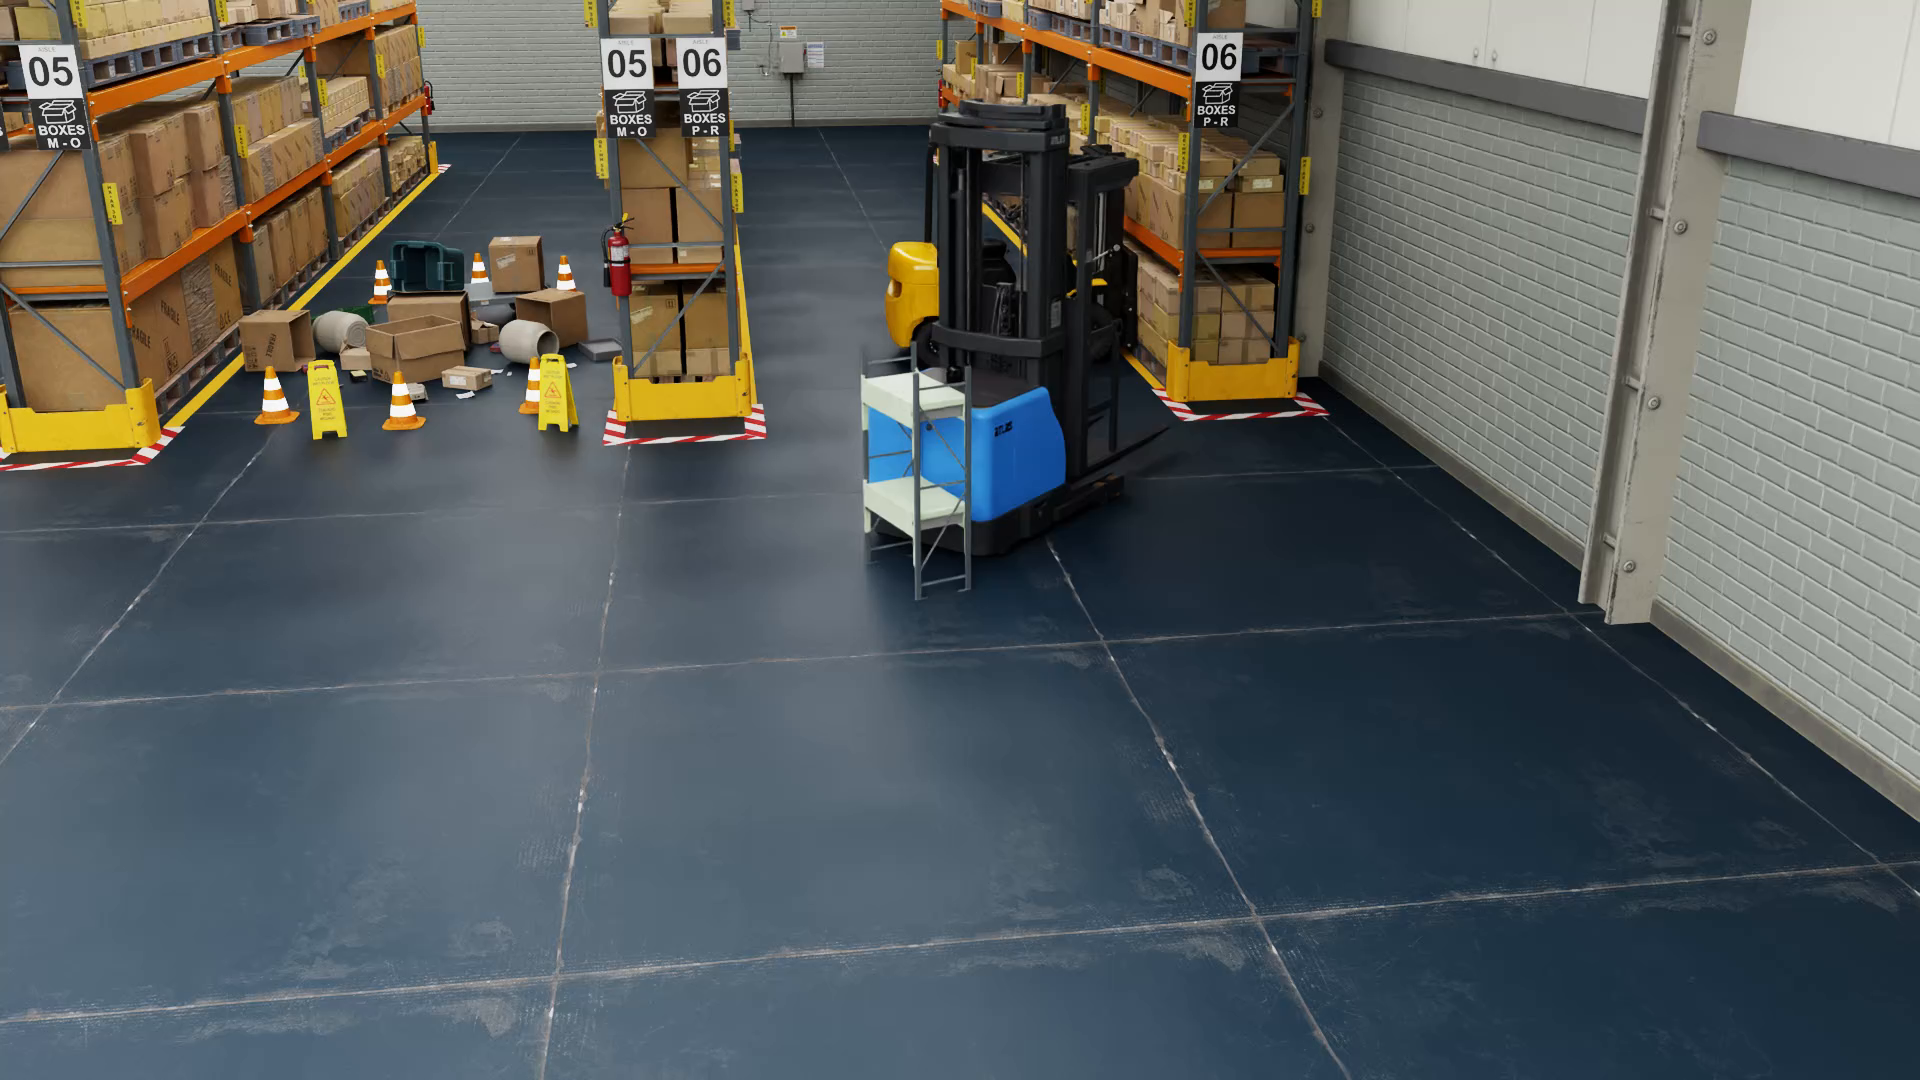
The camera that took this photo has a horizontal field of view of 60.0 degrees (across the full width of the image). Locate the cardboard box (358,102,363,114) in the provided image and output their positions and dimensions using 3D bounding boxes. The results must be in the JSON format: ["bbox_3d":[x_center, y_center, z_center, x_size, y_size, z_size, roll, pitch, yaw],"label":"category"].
[{"bbox_3d":[-8.711,-6.142,23.633,0.380,0.149,0.250,-3,21,-8],"label":"cardboard box"}]

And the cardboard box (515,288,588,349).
[{"bbox_3d":[-4.191,-2.272,17.082,0.500,0.500,0.500,12,24,29],"label":"cardboard box"}]

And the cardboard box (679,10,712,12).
[{"bbox_3d":[-2.262,-4.558,14.565,0.380,0.149,0.250,-3,21,-8],"label":"cardboard box"}]

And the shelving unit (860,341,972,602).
[{"bbox_3d":[-0.287,-0.456,10.794,0.431,1.500,0.755,-11,23,-27],"label":"shelving unit"}]

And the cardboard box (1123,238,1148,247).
[{"bbox_3d":[1.818,-2.978,17.303,0.500,0.250,0.500,-2,21,-6],"label":"cardboard box"}]

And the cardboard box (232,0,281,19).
[{"bbox_3d":[-7.932,-6.090,18.561,0.500,0.500,0.500,-3,21,-8],"label":"cardboard box"}]

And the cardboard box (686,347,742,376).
[{"bbox_3d":[-2.265,-1.699,15.307,0.500,0.250,0.500,-3,21,-8],"label":"cardboard box"}]

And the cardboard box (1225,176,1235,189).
[{"bbox_3d":[2.598,-3.312,15.227,0.380,0.149,0.250,-3,21,-8],"label":"cardboard box"}]

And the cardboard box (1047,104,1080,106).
[{"bbox_3d":[1.286,-5.298,20.543,0.380,0.149,0.250,-2,21,-7],"label":"cardboard box"}]

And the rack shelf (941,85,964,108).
[{"bbox_3d":[0.470,-7.259,27.892,1.077,0.370,4.000,-3,21,-8],"label":"rack shelf"}]

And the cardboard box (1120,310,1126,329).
[{"bbox_3d":[1.886,-2.329,16.994,0.500,0.250,0.500,-2,21,-6],"label":"cardboard box"}]

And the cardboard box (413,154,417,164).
[{"bbox_3d":[-9.090,-6.226,27.147,0.380,0.149,0.250,-3,21,-7],"label":"cardboard box"}]

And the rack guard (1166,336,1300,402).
[{"bbox_3d":[2.492,-1.569,15.203,1.175,0.500,0.348,-3,21,-8],"label":"rack guard"}]

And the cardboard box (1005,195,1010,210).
[{"bbox_3d":[0.922,-5.035,23.881,0.500,0.500,0.500,-2,21,-5],"label":"cardboard box"}]

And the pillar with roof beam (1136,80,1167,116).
[{"bbox_3d":[-1.845,-7.706,19.486,9.100,9.000,0.400,-3,21,-8],"label":"pillar with roof beam"}]

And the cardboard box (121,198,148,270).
[{"bbox_3d":[-7.506,-2.598,14.171,0.875,0.550,0.550,-3,21,-8],"label":"cardboard box"}]

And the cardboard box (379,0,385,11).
[{"bbox_3d":[-8.923,-8.049,24.906,0.500,0.250,0.500,-3,21,-9],"label":"cardboard box"}]

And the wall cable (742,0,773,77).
[{"bbox_3d":[-4.163,-10.539,34.195,0.588,1.984,0.122,-3,21,-8],"label":"wall cable"}]

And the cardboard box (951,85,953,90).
[{"bbox_3d":[0.041,-7.957,29.093,0.380,0.149,0.250,-2,21,-6],"label":"cardboard box"}]

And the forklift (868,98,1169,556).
[{"bbox_3d":[0.588,-1.725,12.146,1.130,2.935,3.031,13,24,32],"label":"forklift"}]

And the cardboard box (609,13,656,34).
[{"bbox_3d":[-2.763,-4.351,14.012,0.380,0.149,0.250,-3,21,-7],"label":"cardboard box"}]

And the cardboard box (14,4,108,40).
[{"bbox_3d":[-7.122,-4.110,13.193,0.500,0.250,0.500,-3,21,-8],"label":"cardboard box"}]

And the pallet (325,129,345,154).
[{"bbox_3d":[-8.668,-5.134,21.448,1.213,0.211,1.003,-3,21,-8],"label":"pallet"}]

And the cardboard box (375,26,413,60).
[{"bbox_3d":[-9.228,-8.085,27.079,0.500,0.500,0.500,-4,21,-10],"label":"cardboard box"}]

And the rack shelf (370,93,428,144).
[{"bbox_3d":[-9.325,-6.722,26.456,1.077,0.370,4.000,-3,21,-8],"label":"rack shelf"}]

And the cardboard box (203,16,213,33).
[{"bbox_3d":[-7.514,-5.018,16.194,0.380,0.149,0.250,-3,21,-8],"label":"cardboard box"}]

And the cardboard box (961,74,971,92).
[{"bbox_3d":[0.298,-7.482,27.252,0.500,0.250,0.500,-3,21,-8],"label":"cardboard box"}]

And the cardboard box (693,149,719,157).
[{"bbox_3d":[-2.529,-3.569,16.418,0.500,0.500,0.500,-2,21,-6],"label":"cardboard box"}]

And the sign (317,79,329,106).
[{"bbox_3d":[-7.911,-5.554,20.644,0.100,0.325,0.005,-3,21,-8],"label":"sign"}]

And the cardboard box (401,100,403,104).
[{"bbox_3d":[-9.188,-7.085,26.758,0.380,0.149,0.250,-4,21,-10],"label":"cardboard box"}]

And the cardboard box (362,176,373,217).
[{"bbox_3d":[-8.537,-4.794,23.236,0.500,0.500,0.500,-3,21,-9],"label":"cardboard box"}]

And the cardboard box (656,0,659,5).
[{"bbox_3d":[-3.211,-5.329,16.629,0.380,0.149,0.250,-2,21,-6],"label":"cardboard box"}]

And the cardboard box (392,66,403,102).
[{"bbox_3d":[-8.974,-7.085,25.829,0.500,0.500,0.500,-3,21,-9],"label":"cardboard box"}]

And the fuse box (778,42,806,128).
[{"bbox_3d":[-3.465,-9.440,34.544,0.539,1.711,0.414,-3,21,-8],"label":"fuse box"}]

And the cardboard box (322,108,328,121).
[{"bbox_3d":[-8.372,-5.472,21.413,0.380,0.149,0.250,-2,21,-5],"label":"cardboard box"}]

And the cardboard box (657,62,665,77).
[{"bbox_3d":[-2.794,-4.163,14.647,0.380,0.149,0.250,-3,21,-7],"label":"cardboard box"}]

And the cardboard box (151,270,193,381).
[{"bbox_3d":[-7.598,-1.950,15.086,0.875,0.875,0.875,-3,21,-9],"label":"cardboard box"}]

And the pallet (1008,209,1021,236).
[{"bbox_3d":[1.265,-4.472,23.389,1.003,0.211,1.213,-3,21,-8],"label":"pallet"}]

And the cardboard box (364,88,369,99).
[{"bbox_3d":[-8.784,-6.458,24.052,0.380,0.149,0.250,-2,21,-6],"label":"cardboard box"}]

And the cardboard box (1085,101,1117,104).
[{"bbox_3d":[1.773,-5.413,20.852,0.380,0.149,0.250,-3,21,-8],"label":"cardboard box"}]

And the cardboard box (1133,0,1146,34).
[{"bbox_3d":[2.088,-5.151,16.042,0.797,0.503,0.637,-2,21,-6],"label":"cardboard box"}]

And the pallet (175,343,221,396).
[{"bbox_3d":[-7.672,-1.600,15.699,1.003,0.211,1.213,-3,21,-8],"label":"pallet"}]

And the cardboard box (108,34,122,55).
[{"bbox_3d":[-7.112,-4.053,13.610,0.380,0.149,0.250,-3,21,-8],"label":"cardboard box"}]

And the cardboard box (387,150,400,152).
[{"bbox_3d":[-9.084,-6.092,26.363,0.380,0.149,0.250,-4,21,-10],"label":"cardboard box"}]

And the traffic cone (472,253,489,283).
[{"bbox_3d":[-5.595,-3.102,19.360,0.336,0.463,0.334,-3,21,-8],"label":"traffic cone"}]

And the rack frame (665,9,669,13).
[{"bbox_3d":[-2.999,-6.692,16.773,1.000,3.000,0.127,-3,21,-8],"label":"rack frame"}]

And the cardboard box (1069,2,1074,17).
[{"bbox_3d":[1.453,-6.030,18.903,0.380,0.149,0.250,-3,21,-8],"label":"cardboard box"}]

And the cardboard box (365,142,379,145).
[{"bbox_3d":[-9.688,-6.429,27.265,0.380,0.149,0.250,-4,21,-10],"label":"cardboard box"}]

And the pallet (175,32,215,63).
[{"bbox_3d":[-7.775,-4.677,15.791,1.003,0.211,1.213,-3,21,-8],"label":"pallet"}]

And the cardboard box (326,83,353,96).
[{"bbox_3d":[-8.640,-6.237,23.036,0.380,0.149,0.250,-4,21,-10],"label":"cardboard box"}]

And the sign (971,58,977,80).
[{"bbox_3d":[0.223,-7.279,25.680,0.100,0.325,0.005,-3,21,-8],"label":"sign"}]

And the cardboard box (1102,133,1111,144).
[{"bbox_3d":[1.737,-4.271,17.794,0.380,0.149,0.250,-2,21,-6],"label":"cardboard box"}]

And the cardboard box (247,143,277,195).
[{"bbox_3d":[-7.766,-4.014,18.034,0.500,0.500,0.500,-3,21,-7],"label":"cardboard box"}]

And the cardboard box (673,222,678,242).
[{"bbox_3d":[-2.815,-2.853,15.427,0.380,0.149,0.250,-3,21,-7],"label":"cardboard box"}]

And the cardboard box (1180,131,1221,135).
[{"bbox_3d":[2.415,-3.994,16.627,0.380,0.149,0.250,-2,21,-6],"label":"cardboard box"}]

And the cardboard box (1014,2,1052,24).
[{"bbox_3d":[1.021,-7.019,22.149,0.500,0.250,0.500,-4,21,-10],"label":"cardboard box"}]

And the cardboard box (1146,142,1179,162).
[{"bbox_3d":[1.988,-3.700,15.839,0.380,0.149,0.250,-2,21,-6],"label":"cardboard box"}]
